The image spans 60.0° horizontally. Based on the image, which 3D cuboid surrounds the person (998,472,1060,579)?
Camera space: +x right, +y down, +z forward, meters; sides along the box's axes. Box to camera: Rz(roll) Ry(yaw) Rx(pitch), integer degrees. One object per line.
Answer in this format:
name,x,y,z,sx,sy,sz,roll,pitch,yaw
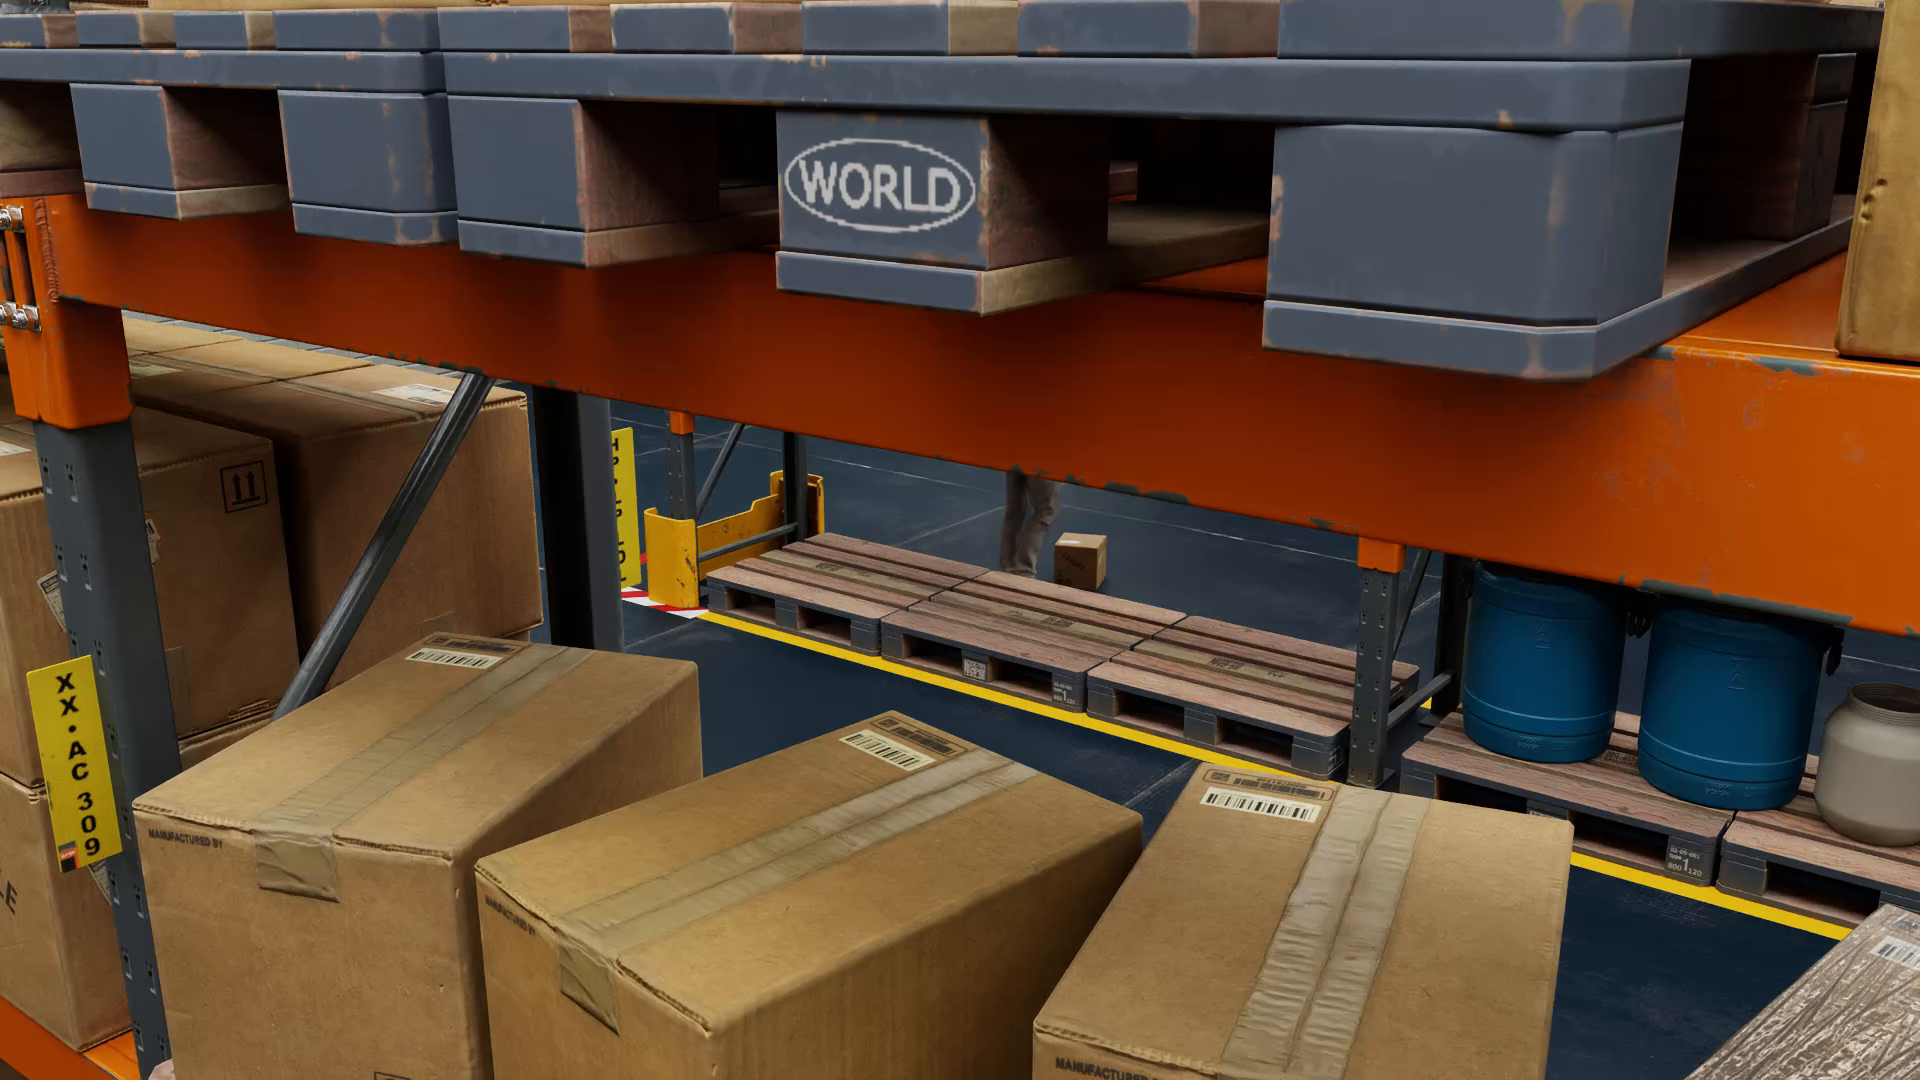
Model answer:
person,0.375,-0.460,9.094,0.317,1.642,0.503,-10,20,-31
